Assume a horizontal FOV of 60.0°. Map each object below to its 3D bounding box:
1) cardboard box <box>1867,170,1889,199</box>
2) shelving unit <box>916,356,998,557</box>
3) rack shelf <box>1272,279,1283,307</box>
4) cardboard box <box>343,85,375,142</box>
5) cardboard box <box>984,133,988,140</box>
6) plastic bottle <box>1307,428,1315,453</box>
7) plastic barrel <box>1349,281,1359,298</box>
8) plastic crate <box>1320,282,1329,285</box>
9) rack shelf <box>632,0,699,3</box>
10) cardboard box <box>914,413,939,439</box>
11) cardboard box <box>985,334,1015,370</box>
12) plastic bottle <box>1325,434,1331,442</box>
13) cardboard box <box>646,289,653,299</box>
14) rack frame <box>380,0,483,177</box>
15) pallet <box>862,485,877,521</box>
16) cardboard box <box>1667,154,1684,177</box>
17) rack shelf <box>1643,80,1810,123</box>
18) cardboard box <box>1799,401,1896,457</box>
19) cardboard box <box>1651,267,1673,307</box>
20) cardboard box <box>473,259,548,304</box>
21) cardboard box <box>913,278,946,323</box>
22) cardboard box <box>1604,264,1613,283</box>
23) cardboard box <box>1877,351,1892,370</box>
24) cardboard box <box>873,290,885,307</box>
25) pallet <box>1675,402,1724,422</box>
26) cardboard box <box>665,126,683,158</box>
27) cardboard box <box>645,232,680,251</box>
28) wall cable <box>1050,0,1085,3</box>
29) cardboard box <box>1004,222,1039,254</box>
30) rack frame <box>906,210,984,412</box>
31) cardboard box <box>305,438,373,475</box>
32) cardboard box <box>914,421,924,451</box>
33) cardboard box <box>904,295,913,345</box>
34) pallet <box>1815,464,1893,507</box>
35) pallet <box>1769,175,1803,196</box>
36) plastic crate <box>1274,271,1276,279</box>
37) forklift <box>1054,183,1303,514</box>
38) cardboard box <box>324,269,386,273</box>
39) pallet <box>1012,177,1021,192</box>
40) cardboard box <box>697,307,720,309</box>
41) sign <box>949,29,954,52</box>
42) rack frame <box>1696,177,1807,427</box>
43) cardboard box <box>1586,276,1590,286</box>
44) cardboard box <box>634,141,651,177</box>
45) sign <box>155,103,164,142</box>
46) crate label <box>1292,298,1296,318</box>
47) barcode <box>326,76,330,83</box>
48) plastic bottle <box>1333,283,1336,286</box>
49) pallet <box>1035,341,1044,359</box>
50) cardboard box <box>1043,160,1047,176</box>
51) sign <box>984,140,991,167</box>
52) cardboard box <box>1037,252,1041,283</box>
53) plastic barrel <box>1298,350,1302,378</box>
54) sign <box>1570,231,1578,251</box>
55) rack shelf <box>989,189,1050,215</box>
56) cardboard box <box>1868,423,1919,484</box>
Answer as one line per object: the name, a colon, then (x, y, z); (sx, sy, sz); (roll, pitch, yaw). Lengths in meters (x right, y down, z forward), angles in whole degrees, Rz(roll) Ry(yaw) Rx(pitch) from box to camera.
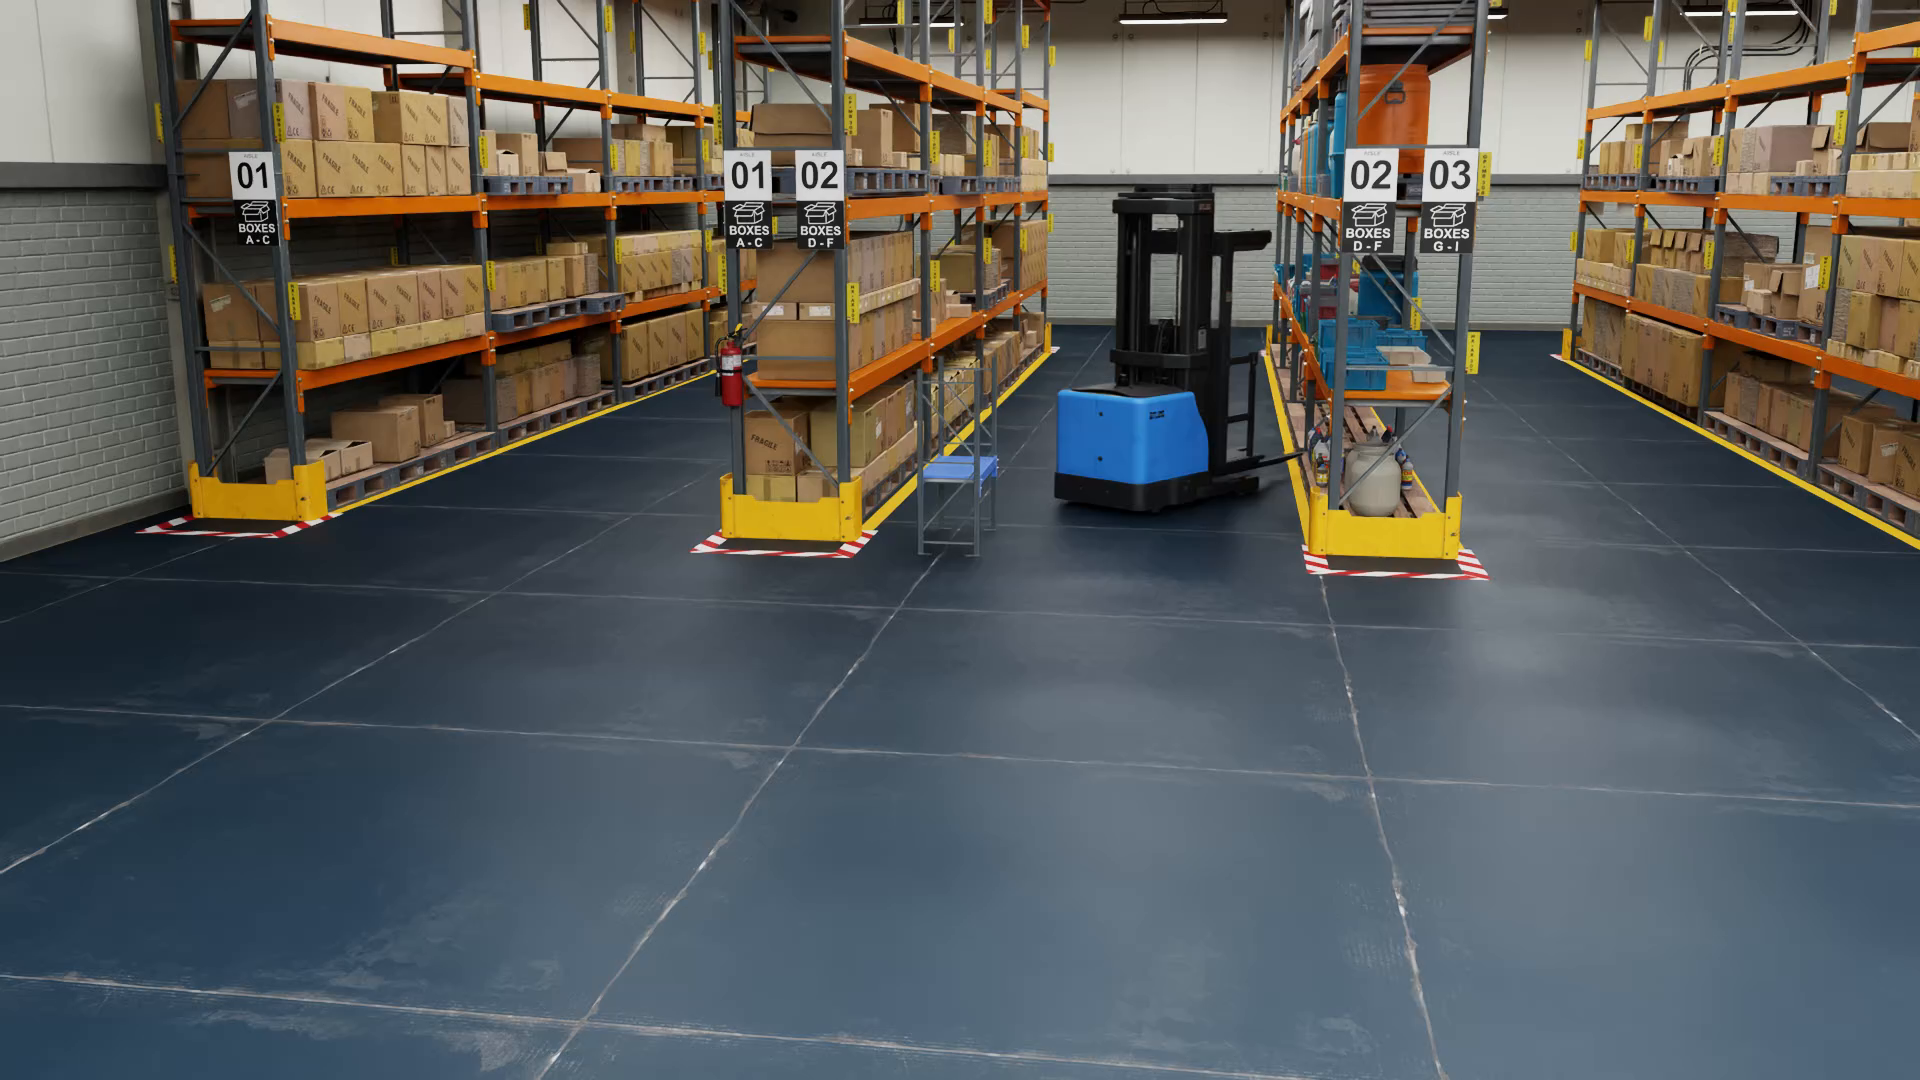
cardboard box: (8.577, -3.218, 15.040); (0.500, 0.250, 0.500); (2, 12, 8)
shelving unit: (-0.013, -0.715, 13.753); (0.538, 1.500, 1.048); (2, 12, 9)
rack shelf: (5.619, -3.911, 26.727); (1.077, 0.370, 4.000); (2, 12, 9)
cardboard box: (-5.829, -3.965, 15.493); (0.500, 0.500, 0.500); (2, 12, 10)
cardboard box: (0.065, -5.397, 23.323); (0.600, 0.600, 0.600); (1, 12, 6)
plastic bottle: (3.599, -1.010, 16.992); (0.097, 0.271, 0.097); (0, 12, 0)
plastic barrel: (4.624, -2.682, 18.996); (0.433, 0.535, 0.433); (0, 12, 0)
plastic crate: (5.524, -3.839, 25.169); (0.396, 0.136, 0.243); (2, 12, 9)
rack shelf: (-4.785, -7.956, 23.371); (1.077, 0.370, 4.000); (2, 12, 9)
cardboard box: (-0.506, -1.279, 18.339); (0.500, 0.250, 0.500); (2, 12, 7)
cardboard box: (0.541, -2.786, 24.689); (0.500, 0.500, 0.500); (2, 12, 9)
plastic bottle: (3.689, -0.942, 16.486); (0.144, 0.351, 0.185); (2, 12, 9)
cardboard box: (-4.643, -3.551, 23.900); (0.380, 0.149, 0.250); (2, 12, 10)
rack frame: (-5.708, -5.434, 17.850); (1.000, 3.000, 0.127); (2, 12, 9)
pallet: (-1.352, -0.307, 14.916); (1.003, 0.211, 1.213); (2, 12, 9)
cardboard box: (9.948, -5.088, 22.578); (0.500, 0.311, 0.500); (1, 12, 7)
rack shelf: (9.898, -5.655, 21.529); (1.077, 0.370, 4.000); (2, 12, 9)
cardboard box: (9.091, -1.141, 17.055); (0.700, 0.500, 0.500); (1, 12, 4)
cardboard box: (9.734, -3.438, 22.589); (0.500, 0.500, 0.500); (2, 12, 7)
cardboard box: (-5.433, -3.125, 20.091); (0.700, 0.500, 0.500); (4, 13, 16)
cardboard box: (-0.439, -2.874, 19.971); (0.500, 0.500, 0.500); (1, 12, 6)
cardboard box: (10.170, -4.072, 25.419); (0.500, 0.250, 0.500); (2, 12, 10)
cardboard box: (8.477, -1.601, 14.901); (0.380, 0.149, 0.250); (2, 12, 9)
cardboard box: (-0.917, -2.270, 15.629); (0.380, 0.149, 0.250); (2, 12, 9)
pallet: (9.786, -1.651, 21.155); (1.003, 0.211, 1.213); (2, 12, 9)
cardboard box: (-4.601, -6.334, 26.485); (0.500, 0.500, 0.500); (2, 12, 8)
cardboard box: (-4.463, -4.420, 24.612); (0.500, 0.250, 0.500); (2, 12, 10)
wall cable: (3.092, -12.085, 33.294); (3.097, 2.526, 0.112); (2, 12, 9)
cardboard box: (1.005, -4.956, 27.259); (0.500, 0.500, 0.500); (2, 12, 10)
rack frame: (-0.197, -3.175, 21.604); (1.000, 3.000, 0.127); (2, 12, 9)
cardboard box: (-6.040, -0.830, 16.061); (0.500, 0.311, 0.500); (3, 13, 13)
cardboard box: (-0.668, -1.100, 17.505); (0.500, 0.250, 0.500); (2, 12, 9)
cardboard box: (-0.875, -2.298, 17.301); (0.700, 0.500, 0.500); (2, 12, 7)
pallet: (8.907, -0.516, 15.887); (1.003, 0.211, 1.213); (2, 12, 9)
pallet: (9.332, -3.736, 17.534); (1.213, 0.211, 1.003); (2, 12, 9)
plastic crate: (5.432, -4.474, 28.119); (0.250, 0.136, 0.298); (2, 12, 9)
forklift: (2.251, -1.919, 15.942); (1.130, 2.935, 3.031); (11, 16, 42)
cardboard box: (-6.152, -2.503, 17.014); (0.500, 0.500, 0.500); (2, 12, 10)
pallet: (0.248, -5.248, 24.553); (1.213, 0.211, 1.003); (2, 12, 9)
cardboard box: (-4.282, -3.867, 28.214); (0.380, 0.149, 0.250); (2, 12, 8)
sign: (-0.116, -7.457, 24.829); (0.100, 0.325, 0.005); (2, 12, 9)
rack frame: (9.590, -2.853, 20.111); (1.000, 3.000, 0.127); (2, 12, 9)
cardboard box: (10.324, -4.171, 26.825); (0.380, 0.149, 0.250); (2, 12, 8)
cardboard box: (-4.884, -5.498, 23.981); (0.700, 0.500, 0.500); (2, 12, 9)
sign: (-6.868, -3.590, 14.312); (0.100, 0.325, 0.005); (2, 12, 9)
crate label: (4.261, -2.856, 20.523); (0.303, 0.233, 0.416); (2, 12, 9)
barcode: (-6.347, -4.621, 16.688); (0.001, 0.075, 0.075); (2, 12, 9)
plastic bottle: (5.310, -3.510, 23.465); (0.097, 0.271, 0.097); (0, 12, 0)
pallet: (0.900, -3.295, 28.782); (1.003, 0.211, 1.213); (2, 12, 9)
cardboard box: (1.206, -6.362, 28.444); (0.500, 0.250, 0.500); (2, 12, 9)
sign: (0.350, -4.913, 21.134); (0.100, 0.325, 0.005); (2, 12, 9)
cardboard box: (1.075, -4.575, 27.865); (0.500, 0.500, 0.500); (2, 12, 9)
plastic barrel: (4.927, -2.460, 23.199); (0.421, 0.512, 0.421); (0, 12, 0)
sign: (10.273, -4.999, 27.829); (0.100, 0.325, 0.005); (2, 12, 9)
rack shelf: (0.725, -5.538, 27.160); (1.077, 0.370, 4.000); (2, 12, 9)
cardboard box: (8.794, -0.802, 15.532); (0.500, 0.500, 0.500); (6, 14, 27)
